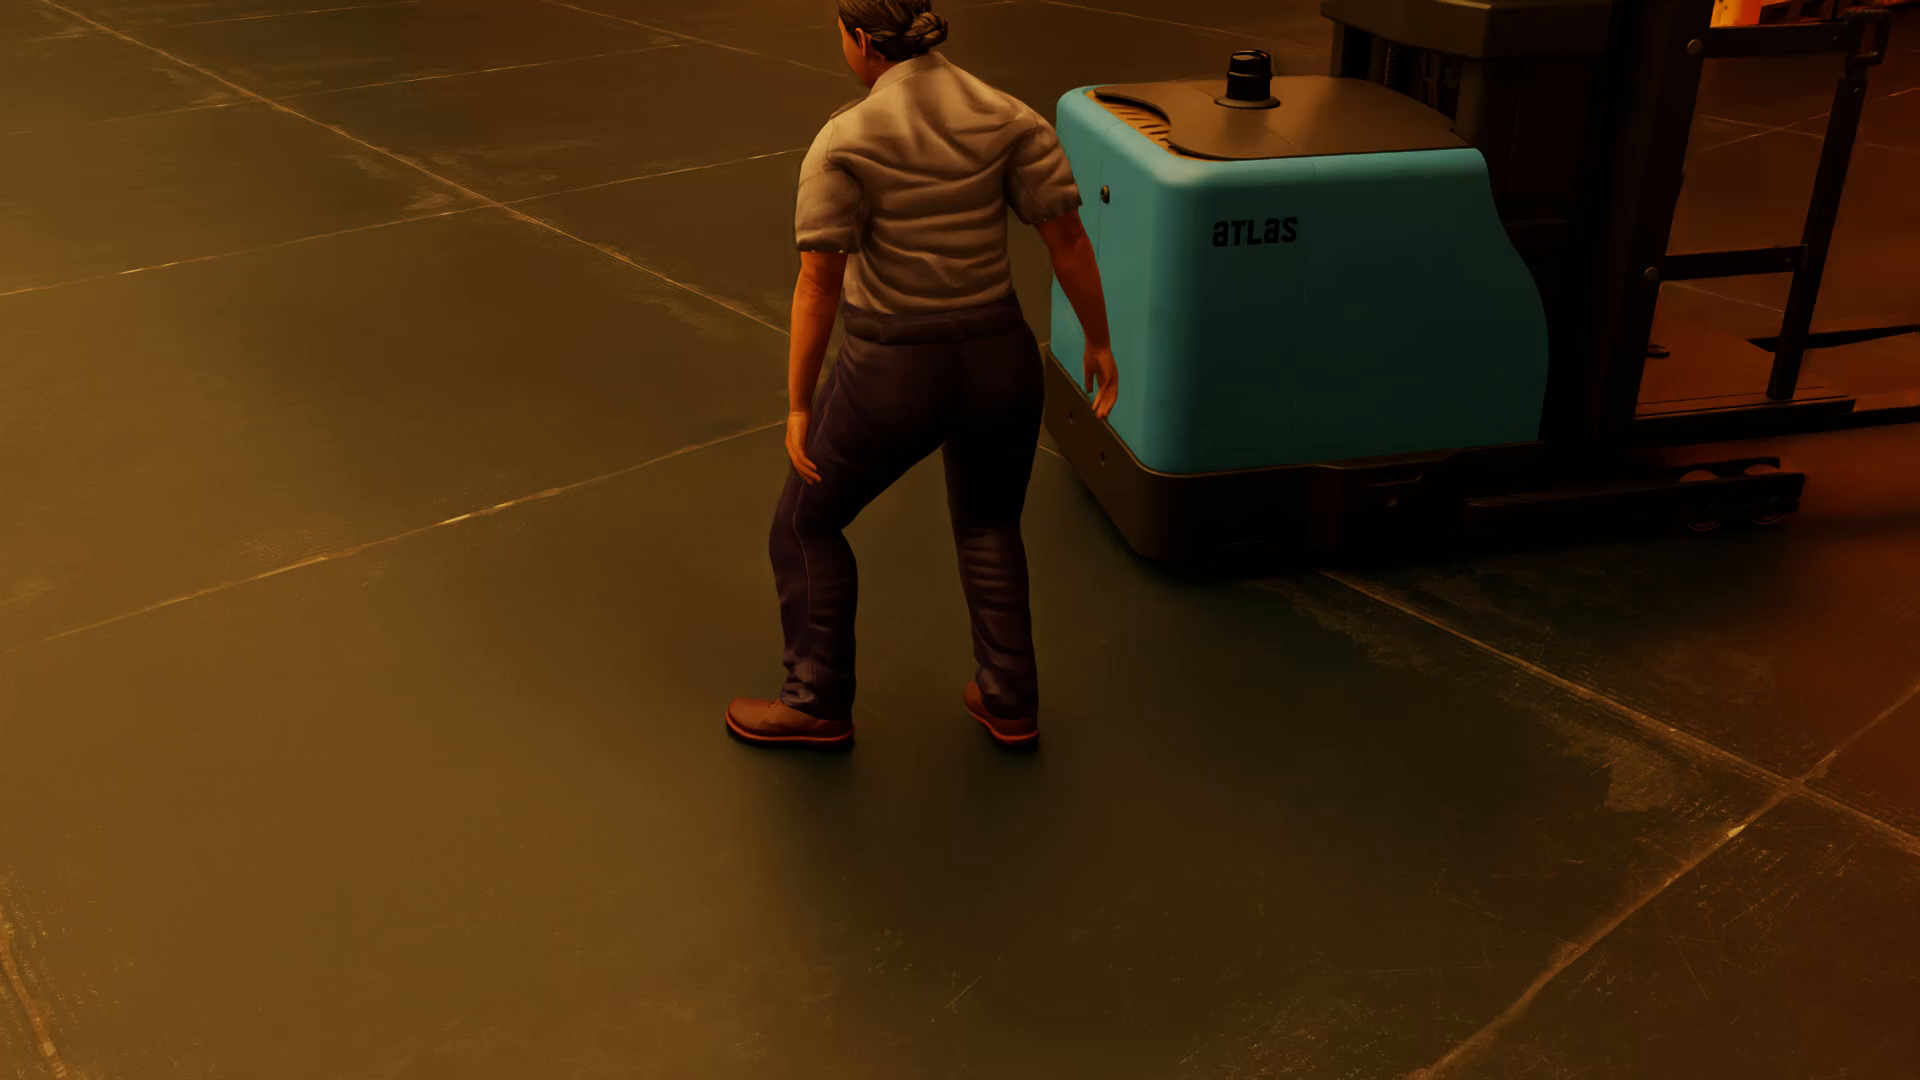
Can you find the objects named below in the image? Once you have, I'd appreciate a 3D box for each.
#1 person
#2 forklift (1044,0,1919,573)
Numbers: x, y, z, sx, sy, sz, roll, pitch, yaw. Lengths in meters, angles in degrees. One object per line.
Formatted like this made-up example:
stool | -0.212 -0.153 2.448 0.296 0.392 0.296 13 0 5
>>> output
person | -0.086 -0.309 3.337 0.827 1.624 0.395 -9 28 -18
forklift | 1.828 -1.559 4.345 3.031 2.935 1.130 -6 27 -12
